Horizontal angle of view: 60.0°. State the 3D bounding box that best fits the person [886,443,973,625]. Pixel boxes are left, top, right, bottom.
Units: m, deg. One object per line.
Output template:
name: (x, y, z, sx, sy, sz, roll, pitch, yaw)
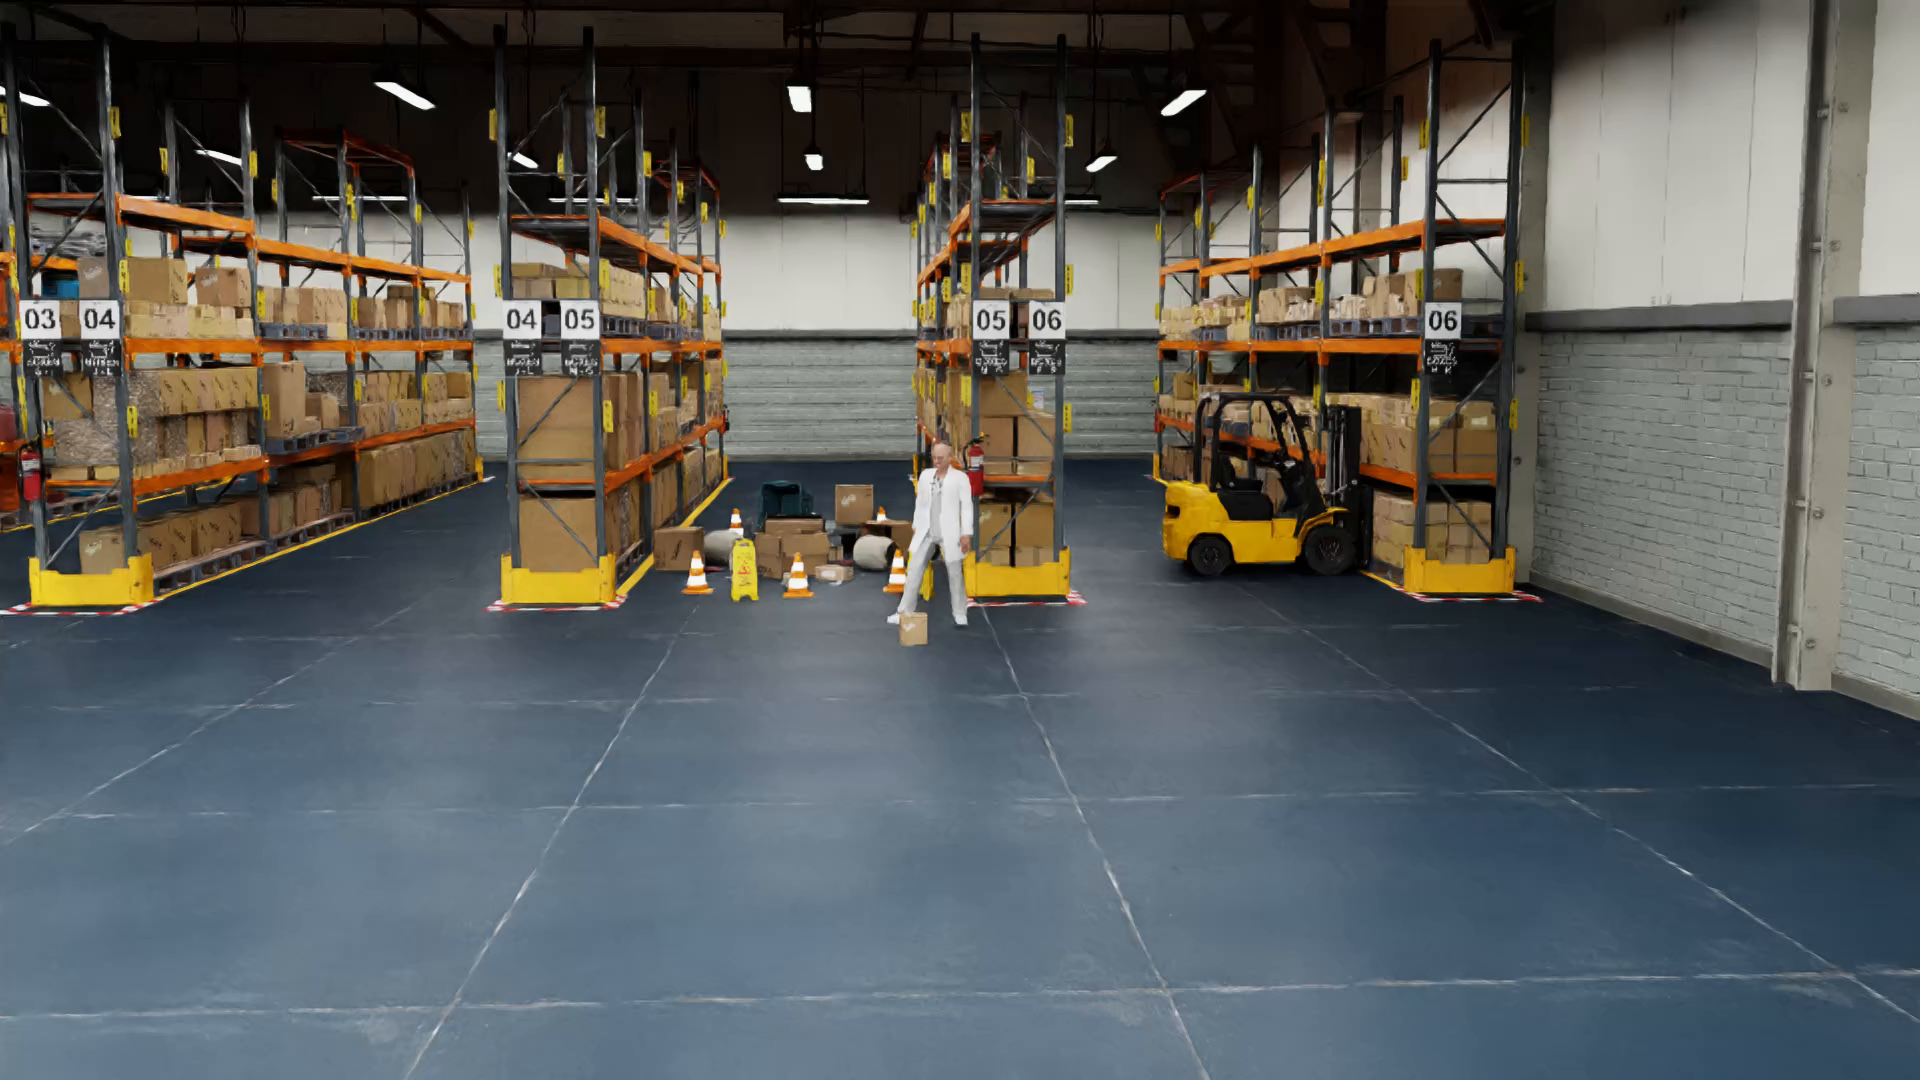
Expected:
person: (-0.246, -0.049, 16.049, 0.749, 1.770, 0.733, 3, 7, 21)
